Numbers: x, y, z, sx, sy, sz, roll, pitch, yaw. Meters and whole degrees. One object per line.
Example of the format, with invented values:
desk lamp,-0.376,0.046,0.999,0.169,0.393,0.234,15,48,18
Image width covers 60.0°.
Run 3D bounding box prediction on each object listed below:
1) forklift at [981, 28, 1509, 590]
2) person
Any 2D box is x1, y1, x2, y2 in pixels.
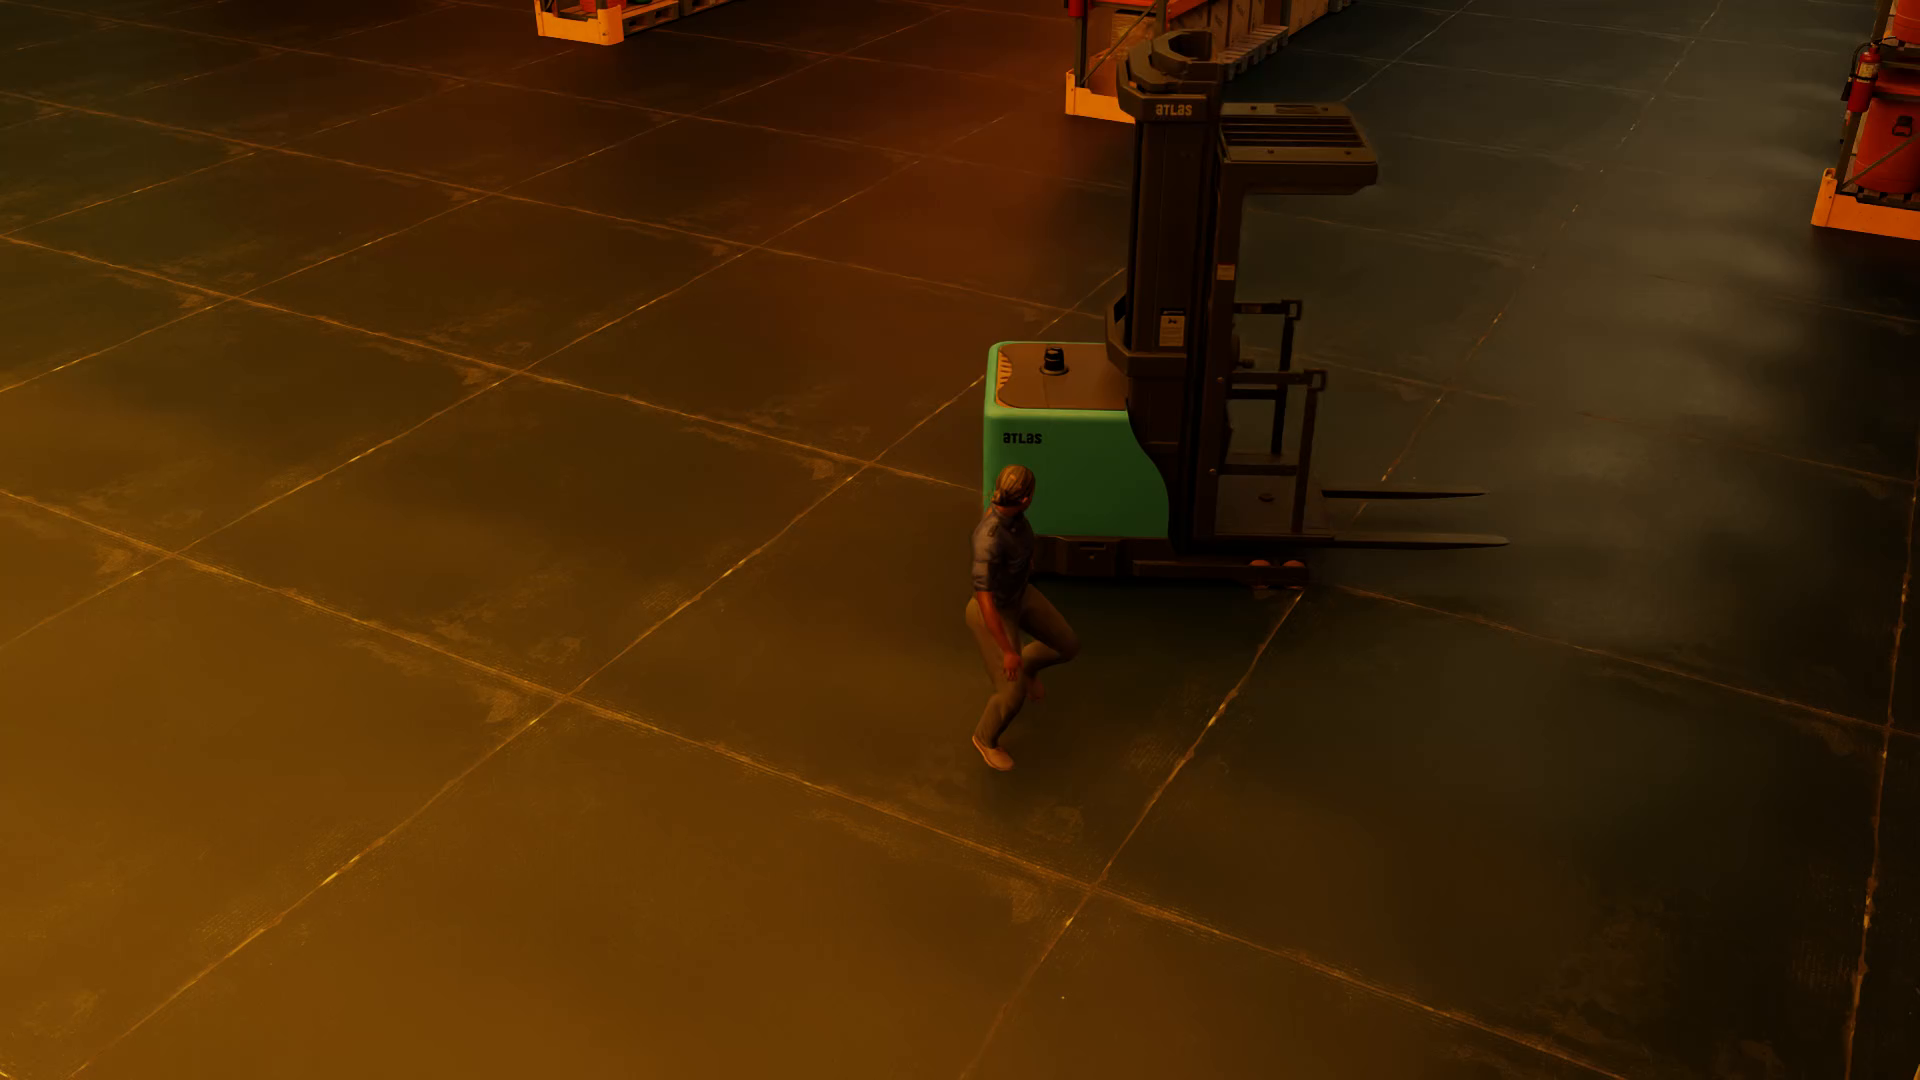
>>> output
forklift,1.651,-1.257,9.249,3.031,2.935,1.130,1,30,2
person,0.274,0.321,7.933,0.509,1.553,0.799,18,35,29
